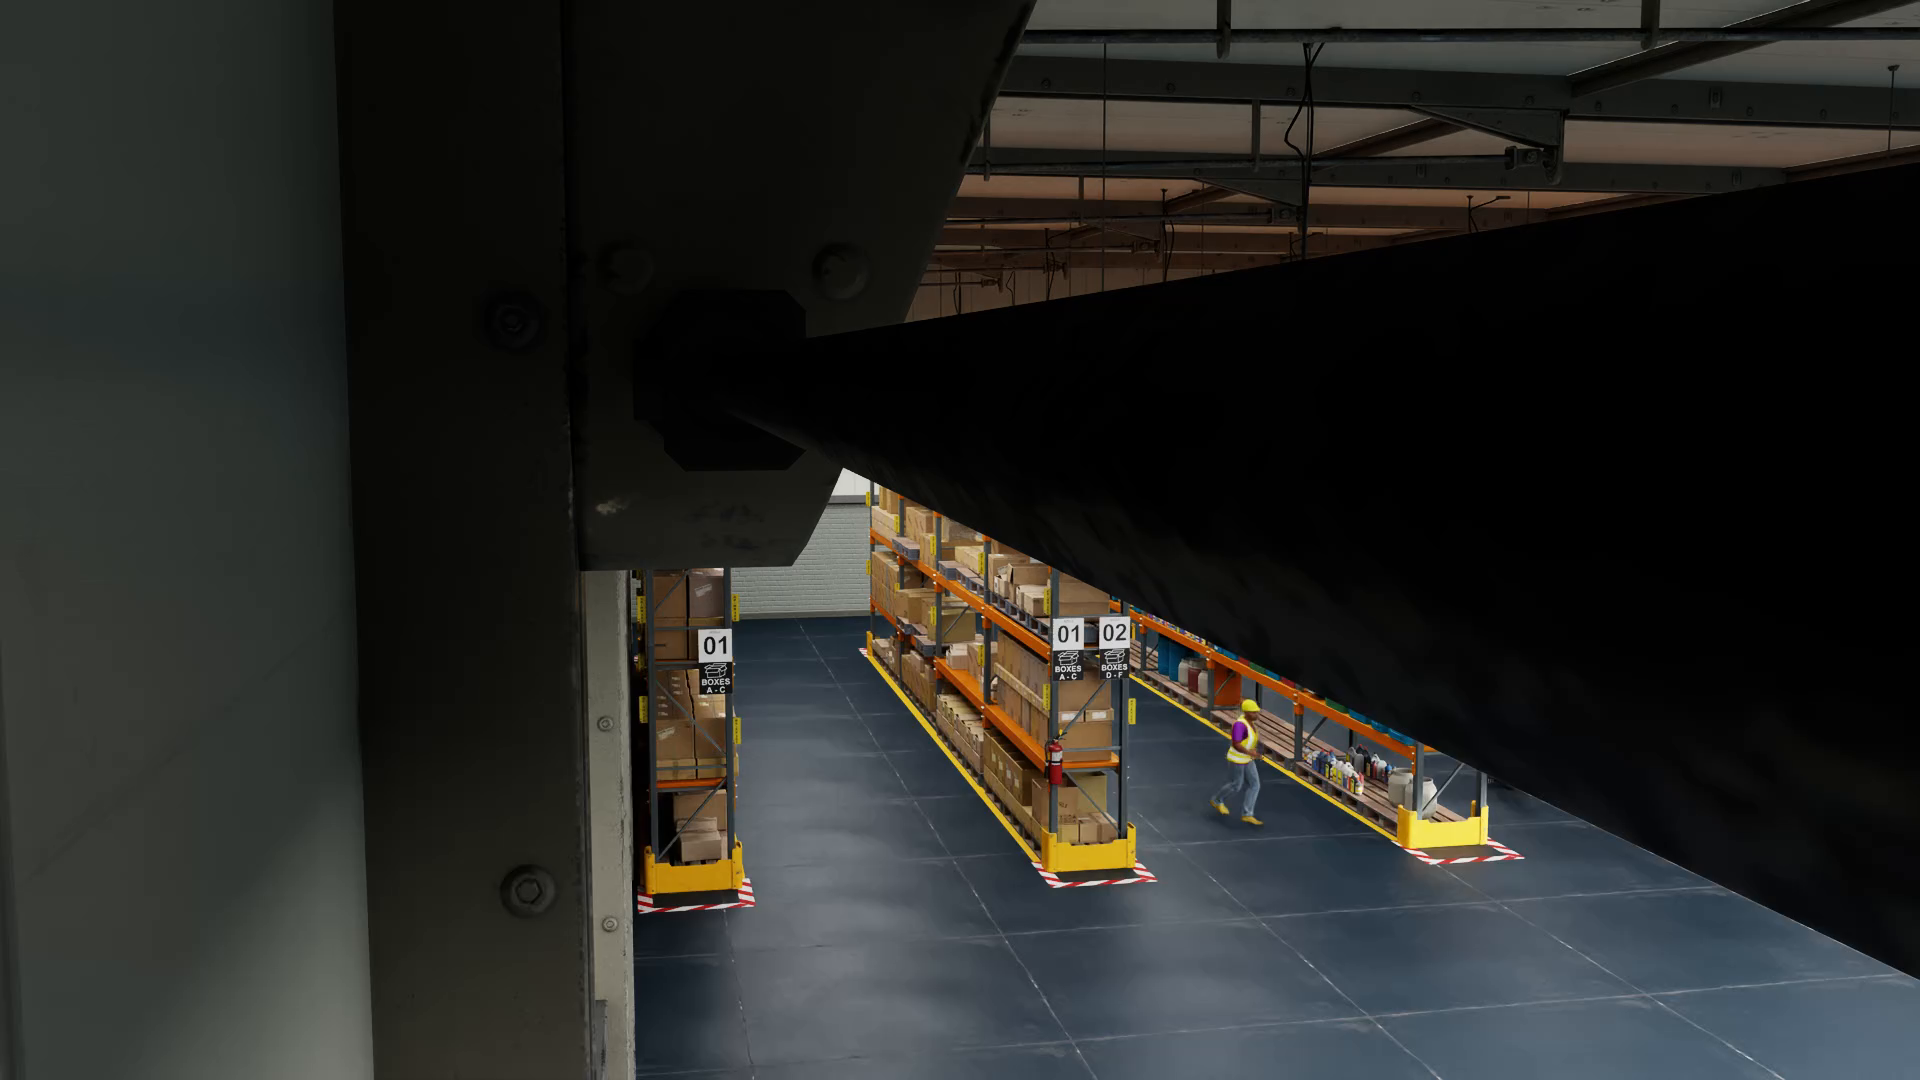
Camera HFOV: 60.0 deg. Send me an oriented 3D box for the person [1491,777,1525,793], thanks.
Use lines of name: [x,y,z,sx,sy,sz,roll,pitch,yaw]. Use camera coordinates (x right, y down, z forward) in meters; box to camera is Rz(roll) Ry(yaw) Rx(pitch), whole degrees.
person: [8.267,2.941,24.737,0.780,1.667,0.661,4,7,34]

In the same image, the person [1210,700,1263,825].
person: [3.818,3.058,23.075,0.832,1.744,0.668,5,7,37]
